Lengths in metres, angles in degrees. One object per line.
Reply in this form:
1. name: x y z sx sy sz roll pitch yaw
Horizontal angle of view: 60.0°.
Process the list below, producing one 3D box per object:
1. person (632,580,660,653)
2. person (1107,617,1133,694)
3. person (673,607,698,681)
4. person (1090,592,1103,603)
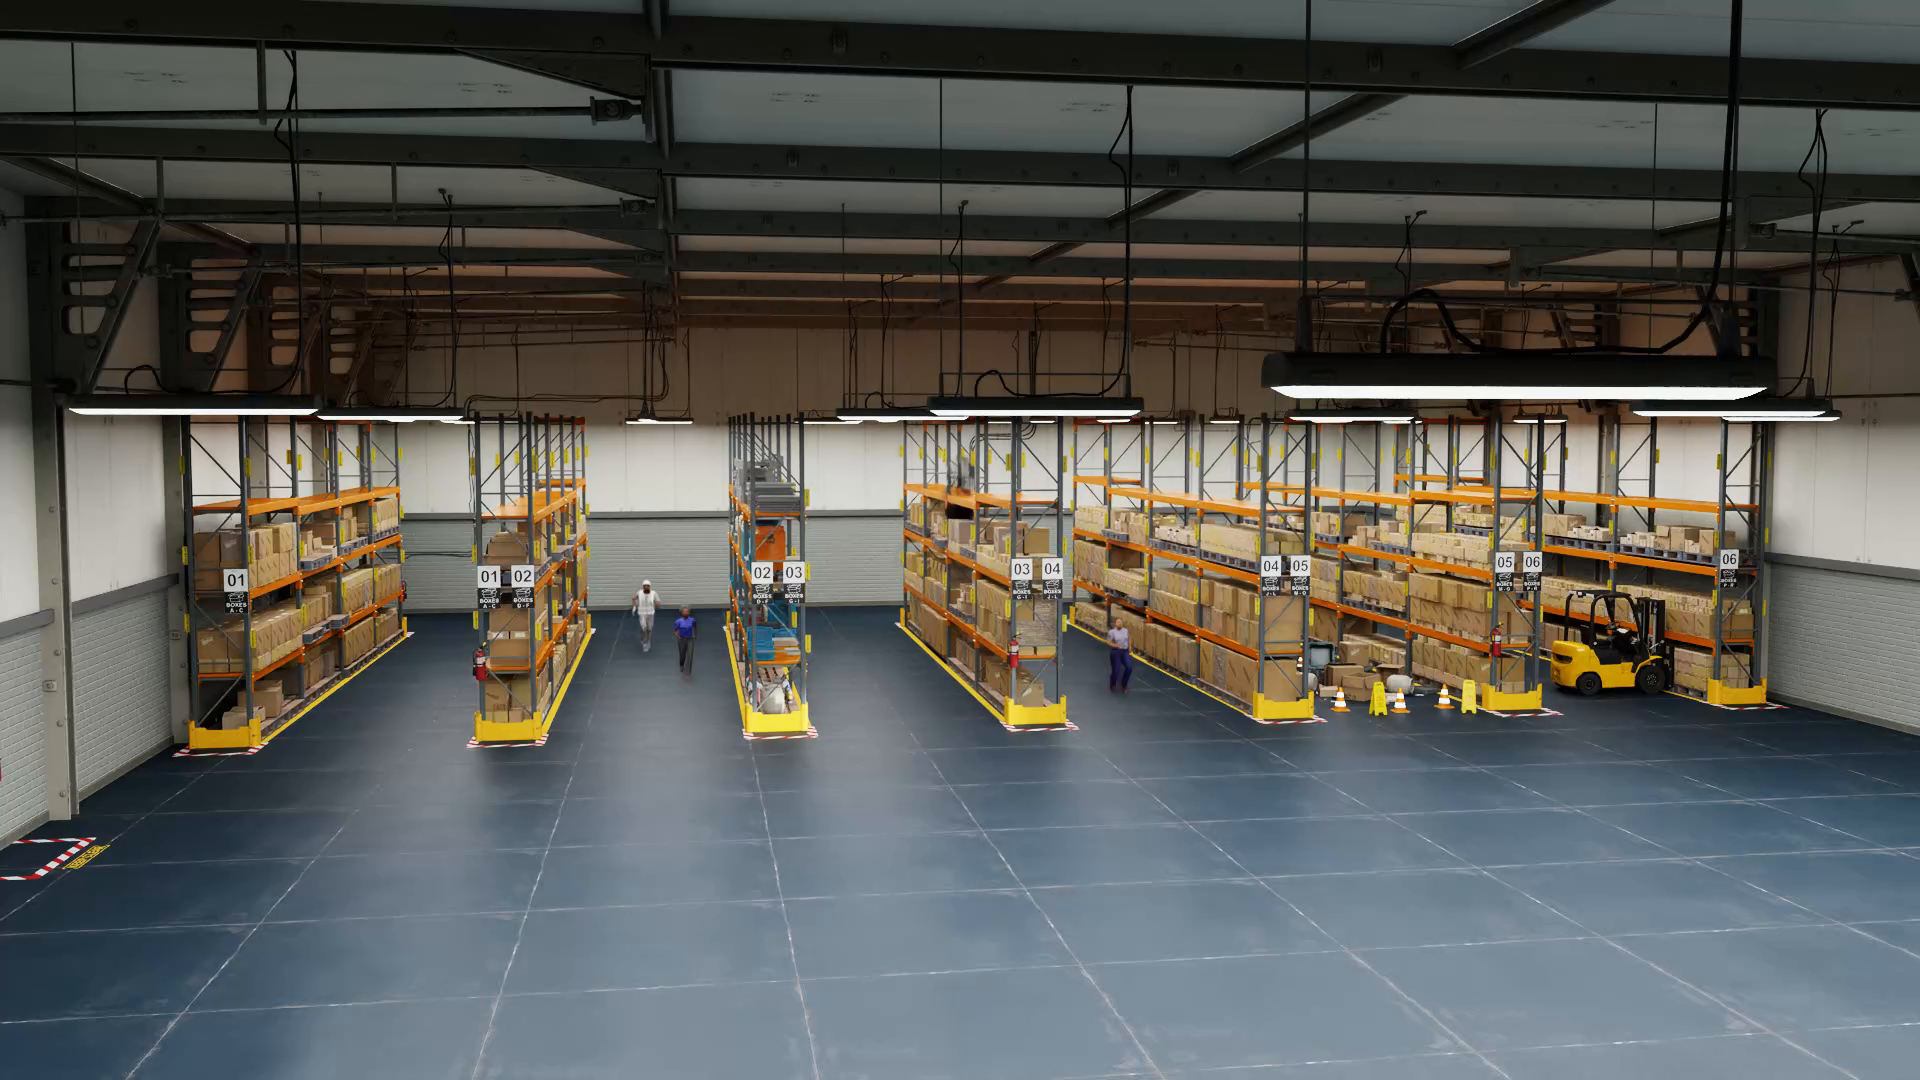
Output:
1. person: -8.014 1.935 42.519 0.661 1.841 0.883 -1 4 -19
2. person: 3.449 2.496 35.794 0.610 1.666 0.706 -1 4 -14
3. person: -6.232 2.343 37.823 0.585 1.648 0.834 -1 4 -15
4. person: 4.161 1.509 49.921 0.826 1.684 0.791 2 4 24
